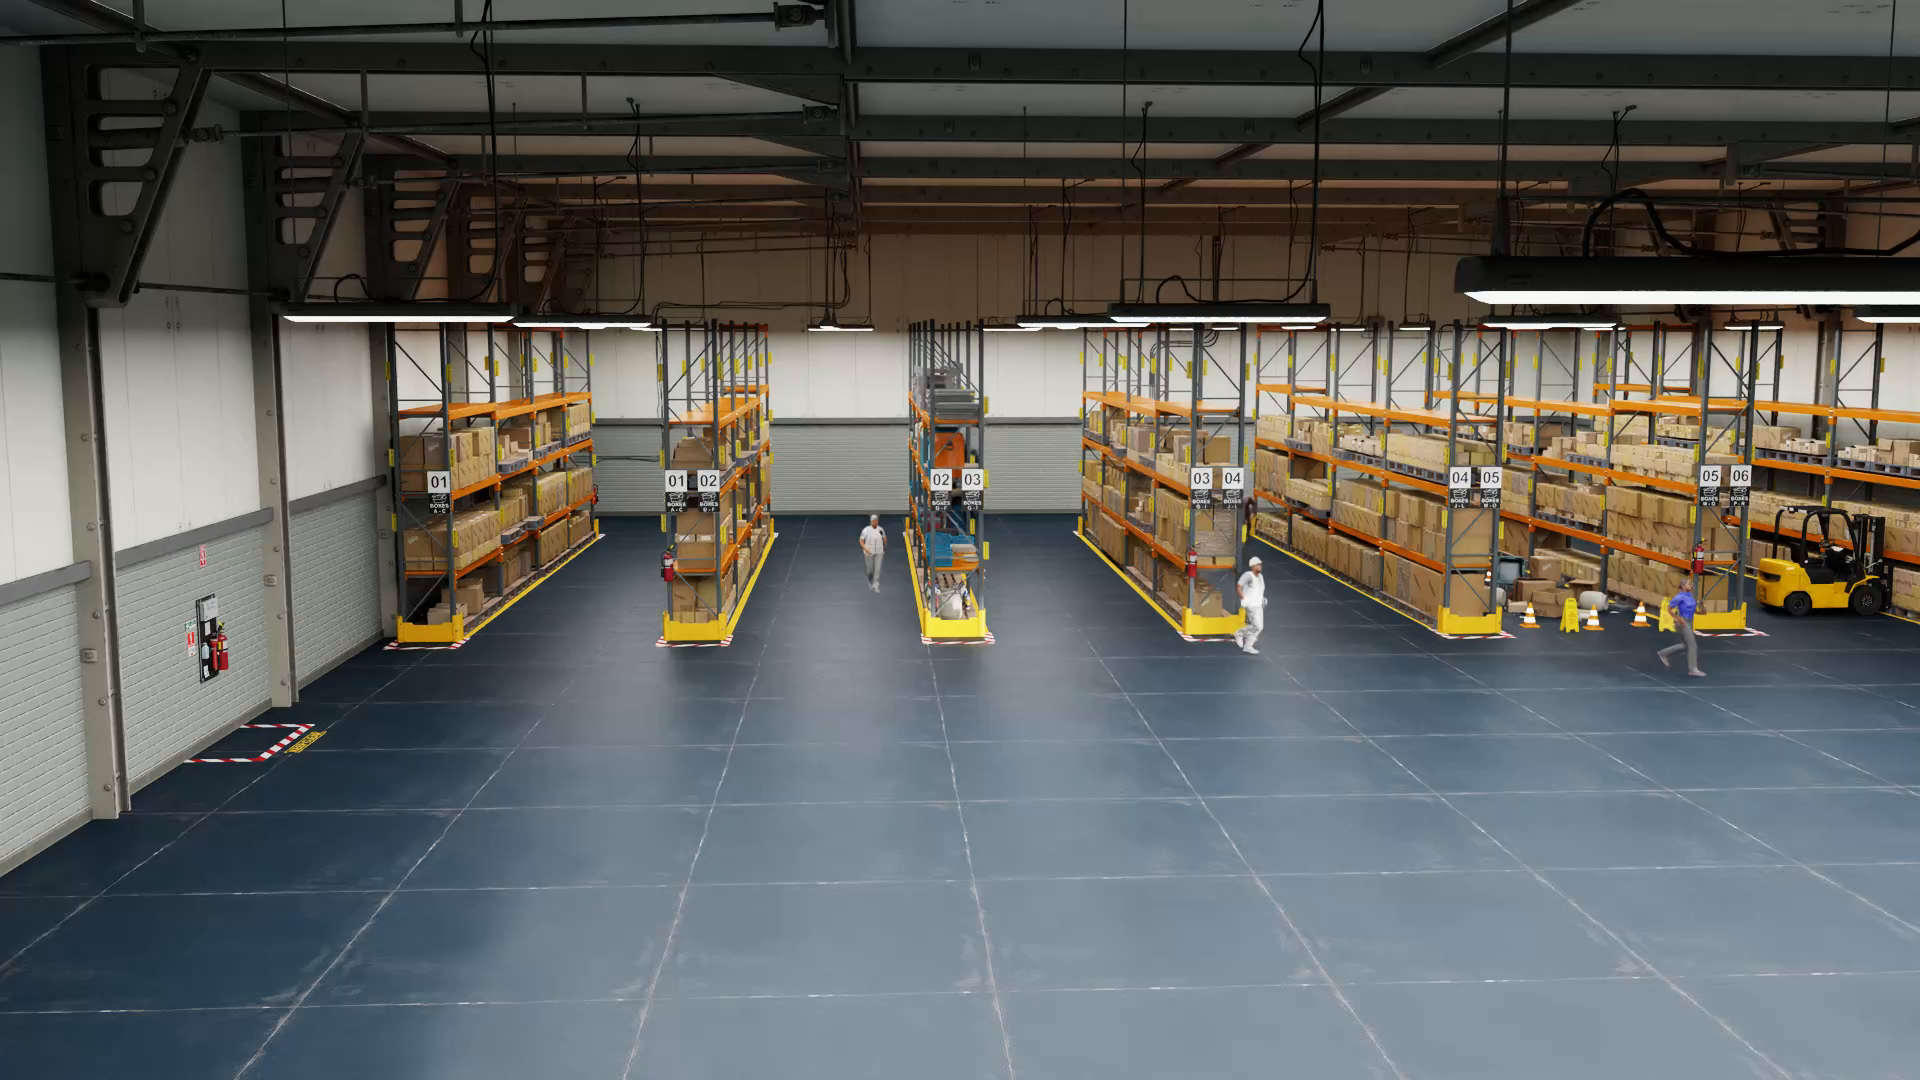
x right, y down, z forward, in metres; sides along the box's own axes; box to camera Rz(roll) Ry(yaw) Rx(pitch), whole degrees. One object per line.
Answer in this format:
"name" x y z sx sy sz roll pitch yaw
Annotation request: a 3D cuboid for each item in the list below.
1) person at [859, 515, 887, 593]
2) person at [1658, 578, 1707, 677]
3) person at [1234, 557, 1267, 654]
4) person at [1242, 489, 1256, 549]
"person" -1.820 0.288 35.218 0.599 1.640 0.513 -2 7 -13
"person" 12.202 1.450 28.041 0.852 1.626 0.587 7 10 45
"person" 5.242 1.175 29.972 0.558 1.752 0.690 5 9 37
"person" 7.383 -0.511 43.502 0.738 1.732 0.747 1 7 5
